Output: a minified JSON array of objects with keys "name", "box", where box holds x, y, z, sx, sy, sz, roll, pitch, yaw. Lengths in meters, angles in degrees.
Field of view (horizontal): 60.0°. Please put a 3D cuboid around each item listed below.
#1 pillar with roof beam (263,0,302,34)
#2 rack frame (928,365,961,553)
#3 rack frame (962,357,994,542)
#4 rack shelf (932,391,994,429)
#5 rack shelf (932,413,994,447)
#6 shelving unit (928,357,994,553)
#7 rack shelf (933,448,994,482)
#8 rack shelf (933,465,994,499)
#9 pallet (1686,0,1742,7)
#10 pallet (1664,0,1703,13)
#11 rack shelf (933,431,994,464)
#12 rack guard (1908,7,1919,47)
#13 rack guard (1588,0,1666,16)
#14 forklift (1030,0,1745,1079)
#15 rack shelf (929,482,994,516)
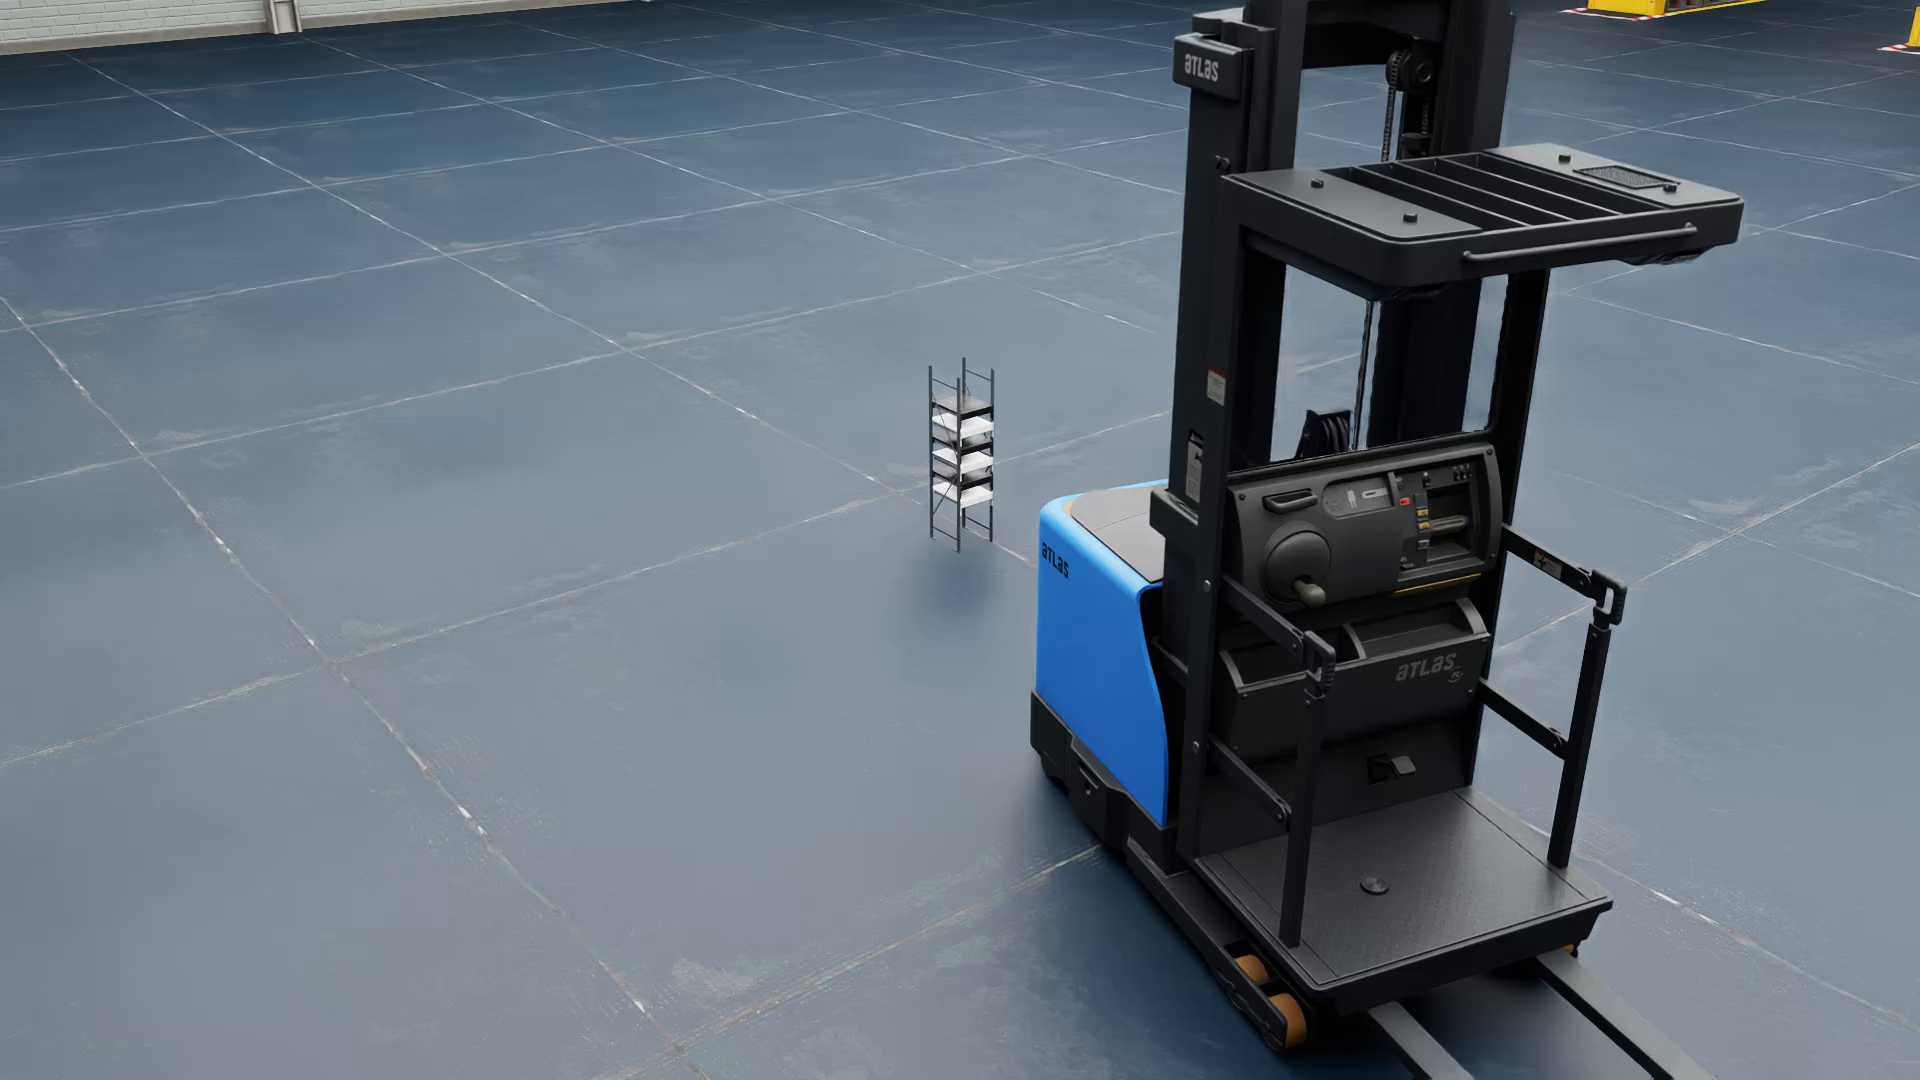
[{"name":"pillar with roof beam","box":[-7.147,-10.039,19.192,0.400,9.000,9.100,-18,31,-34]},{"name":"rack frame","box":[-0.074,-0.384,8.008,0.006,0.900,0.240,-18,31,-34]},{"name":"rack frame","box":[0.086,-0.437,8.122,0.006,0.900,0.240,-18,31,-34]},{"name":"rack shelf","box":[0.006,-0.625,7.965,0.200,0.077,0.258,-18,31,-34]},{"name":"rack shelf","box":[0.006,-0.543,8.003,0.200,0.077,0.258,-18,31,-34]},{"name":"shelving unit","box":[0.006,-0.410,8.065,0.210,0.900,0.258,-18,31,-34]},{"name":"rack shelf","box":[0.006,-0.380,8.079,0.200,0.077,0.258,-18,31,-34]},{"name":"rack shelf","box":[0.006,-0.298,8.117,0.200,0.077,0.258,-18,31,-34]},{"name":"pallet","box":[12.090,-8.965,27.315,1.213,0.211,1.003,-18,31,-34]},{"name":"pallet","box":[11.131,-8.650,26.636,1.213,0.211,1.003,-18,31,-34]},{"name":"rack shelf","box":[0.006,-0.462,8.041,0.200,0.077,0.258,-18,31,-34]},{"name":"rack guard","box":[13.573,-6.915,22.556,0.348,0.500,1.175,-18,31,-34]},{"name":"rack guard","box":[10.488,-8.571,26.125,0.348,0.500,1.175,-18,31,-34]},{"name":"forklift","box":[1.312,-0.010,4.790,1.130,2.935,3.031,-10,27,-21]},{"name":"rack shelf","box":[0.006,-0.217,8.155,0.200,0.077,0.258,-18,31,-34]}]
